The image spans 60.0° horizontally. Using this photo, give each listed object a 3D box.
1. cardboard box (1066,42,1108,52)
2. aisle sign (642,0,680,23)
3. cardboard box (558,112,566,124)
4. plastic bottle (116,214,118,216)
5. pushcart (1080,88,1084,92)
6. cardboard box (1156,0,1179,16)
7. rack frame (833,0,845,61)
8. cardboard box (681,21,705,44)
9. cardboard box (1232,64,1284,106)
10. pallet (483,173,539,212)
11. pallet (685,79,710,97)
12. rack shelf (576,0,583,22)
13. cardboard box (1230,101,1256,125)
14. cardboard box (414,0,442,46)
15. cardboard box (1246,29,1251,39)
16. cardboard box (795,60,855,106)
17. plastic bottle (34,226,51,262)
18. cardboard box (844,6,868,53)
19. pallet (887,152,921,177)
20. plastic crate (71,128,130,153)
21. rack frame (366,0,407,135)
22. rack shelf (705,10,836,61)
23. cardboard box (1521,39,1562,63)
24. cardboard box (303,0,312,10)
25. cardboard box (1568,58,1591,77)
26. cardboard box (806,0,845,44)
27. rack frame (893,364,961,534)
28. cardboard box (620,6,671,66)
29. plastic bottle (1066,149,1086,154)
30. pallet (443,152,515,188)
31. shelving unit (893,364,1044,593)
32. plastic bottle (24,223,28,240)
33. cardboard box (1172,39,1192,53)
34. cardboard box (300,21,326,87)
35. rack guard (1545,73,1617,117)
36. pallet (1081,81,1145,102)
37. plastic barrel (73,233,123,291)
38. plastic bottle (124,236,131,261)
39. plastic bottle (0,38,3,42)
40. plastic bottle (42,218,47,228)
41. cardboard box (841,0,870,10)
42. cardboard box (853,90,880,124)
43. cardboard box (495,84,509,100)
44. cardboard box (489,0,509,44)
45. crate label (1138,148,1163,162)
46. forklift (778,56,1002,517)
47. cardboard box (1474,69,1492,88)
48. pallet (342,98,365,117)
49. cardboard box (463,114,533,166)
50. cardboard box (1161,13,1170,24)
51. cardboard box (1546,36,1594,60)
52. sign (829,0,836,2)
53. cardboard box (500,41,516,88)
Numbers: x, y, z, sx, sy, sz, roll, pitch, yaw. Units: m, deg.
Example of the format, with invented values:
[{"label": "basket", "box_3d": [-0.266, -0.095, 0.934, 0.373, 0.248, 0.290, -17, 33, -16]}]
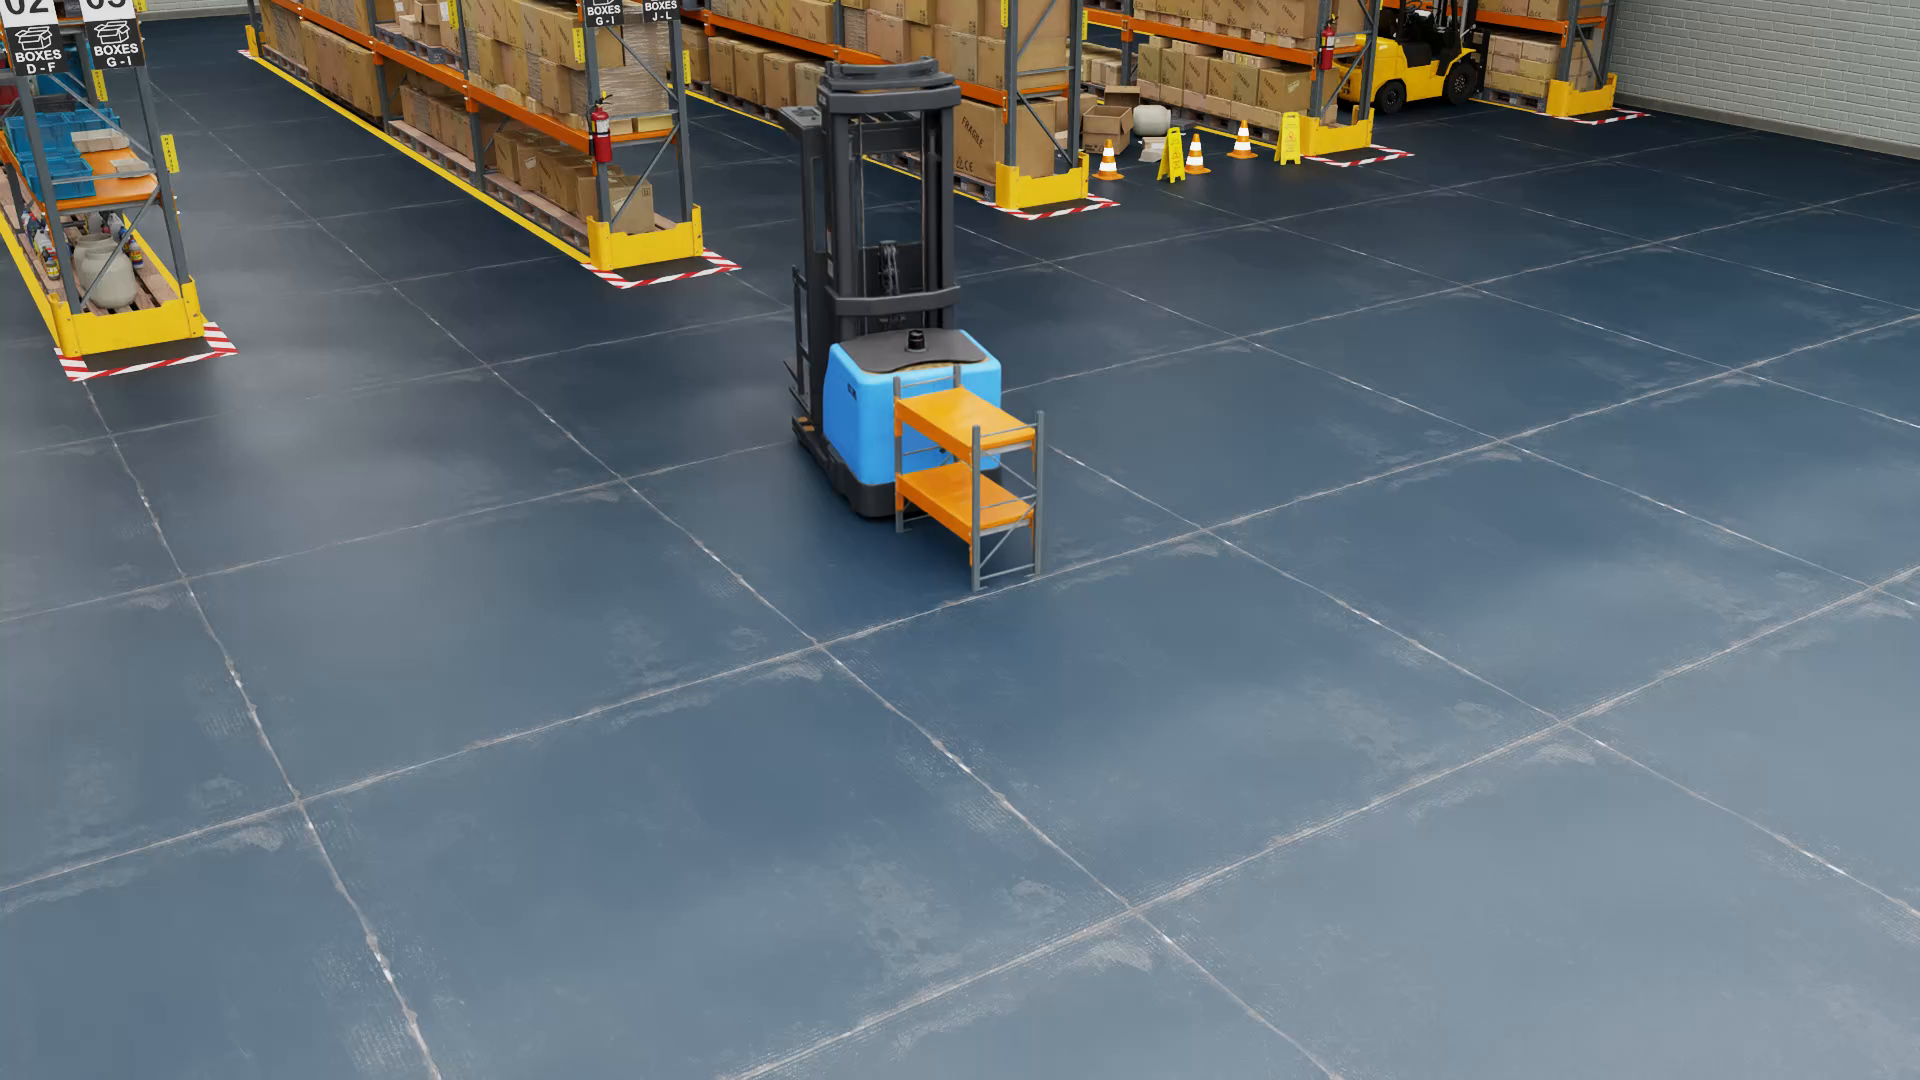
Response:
[{"label": "cardboard box", "box_3d": [1.808, -7.723, 26.682, 0.950, 0.372, 0.625, -14, 29, -28]}, {"label": "aisle sign", "box_3d": [-2.962, -5.513, 16.369, 0.394, 0.787, 0.004, -16, 29, -30]}, {"label": "cardboard box", "box_3d": [-4.015, -4.490, 17.541, 0.380, 0.149, 0.250, -16, 29, -30]}, {"label": "plastic bottle", "box_3d": [-8.759, -3.256, 17.300, 0.061, 0.283, 0.133, -13, 28, -26]}, {"label": "pushcart", "box_3d": [0.989, -6.295, 24.142, 0.936, 0.377, 1.648, 18, 31, 33]}, {"label": "cardboard box", "box_3d": [3.173, -7.813, 23.821, 0.500, 0.500, 0.500, -16, 29, -30]}, {"label": "rack frame", "box_3d": [-1.220, -6.840, 22.225, 1.000, 3.000, 0.127, -16, 29, -30]}, {"label": "cardboard box", "box_3d": [-4.281, -8.031, 26.306, 0.500, 0.250, 0.500, -15, 29, -29]}, {"label": "cardboard box", "box_3d": [4.112, -6.296, 22.924, 0.500, 0.500, 0.500, -14, 29, -28]}, {"label": "pallet", "box_3d": [-5.034, -4.227, 19.957, 1.003, 0.211, 1.213, -16, 29, -30]}, {"label": "pallet", "box_3d": [-3.829, -7.289, 26.444, 1.003, 0.211, 1.213, -16, 29, -30]}, {"label": "rack shelf", "box_3d": [-4.339, -6.036, 17.851, 1.077, 0.370, 4.000, -16, 29, -30]}, {"label": "cardboard box", "box_3d": [4.113, -5.959, 23.088, 0.500, 0.250, 0.500, -15, 29, -29]}, {"label": "cardboard box", "box_3d": [-6.454, -6.555, 21.010, 0.797, 0.503, 0.637, -12, 28, -24]}, {"label": "cardboard box", "box_3d": [4.131, -6.940, 22.732, 0.380, 0.149, 0.250, -15, 29, -29]}, {"label": "cardboard box", "box_3d": [-1.634, -6.214, 23.042, 1.050, 0.750, 0.750, -16, 29, -30]}, {"label": "plastic bottle", "box_3d": [-9.152, -2.962, 16.598, 0.144, 0.351, 0.185, -16, 30, -30]}, {"label": "cardboard box", "box_3d": [-1.008, -6.779, 21.920, 0.875, 0.550, 0.550, -16, 29, -30]}, {"label": "pallet", "box_3d": [-0.200, -4.852, 21.281, 1.003, 0.211, 1.213, -16, 29, -30]}, {"label": "plastic crate", "box_3d": [-8.482, -3.925, 16.359, 0.530, 0.136, 0.437, -16, 29, -30]}, {"label": "rack frame", "box_3d": [-7.614, -7.151, 22.884, 1.000, 3.000, 0.127, -16, 29, -30]}, {"label": "rack shelf", "box_3d": [-2.312, -7.230, 23.894, 1.077, 0.370, 4.000, -16, 29, -30]}, {"label": "cardboard box", "box_3d": [8.700, -7.248, 24.647, 0.500, 0.250, 0.500, -14, 29, -28]}, {"label": "cardboard box", "box_3d": [-9.756, -8.404, 25.421, 0.500, 0.500, 0.500, -15, 29, -29]}, {"label": "cardboard box", "box_3d": [9.130, -7.146, 25.017, 0.500, 0.250, 0.500, -15, 29, -29]}, {"label": "cardboard box", "box_3d": [-1.729, -7.010, 22.467, 0.500, 0.500, 0.500, -16, 29, -30]}, {"label": "rack frame", "box_3d": [-0.216, -0.609, 11.223, 0.500, 1.125, 0.032, -14, 29, -27]}, {"label": "cardboard box", "box_3d": [-3.319, -5.182, 17.076, 0.500, 0.500, 0.500, -16, 29, -30]}, {"label": "plastic bottle", "box_3d": [1.522, -5.170, 22.131, 0.283, 0.061, 0.133, 18, 31, 33]}, {"label": "pallet", "box_3d": [-5.857, -4.737, 21.038, 1.003, 0.211, 1.213, -16, 29, -30]}, {"label": "shelving unit", "box_3d": [0.040, -0.422, 10.826, 0.538, 1.125, 1.048, -14, 29, -27]}, {"label": "plastic bottle", "box_3d": [-9.718, -3.247, 17.377, 0.097, 0.201, 0.097, 0, 25, 0]}, {"label": "cardboard box", "box_3d": [3.268, -7.093, 23.851, 0.380, 0.149, 0.250, -14, 29, -28]}, {"label": "cardboard box", "box_3d": [-9.432, -7.586, 25.804, 1.225, 0.875, 0.875, -15, 29, -29]}, {"label": "rack guard", "box_3d": [9.226, -6.618, 24.684, 1.175, 0.500, 0.348, -16, 29, -30]}, {"label": "pallet", "box_3d": [2.446, -7.047, 25.930, 1.003, 0.211, 1.213, -16, 29, -30]}, {"label": "plastic barrel", "box_3d": [-8.094, -2.597, 15.660, 0.421, 0.512, 0.421, 0, 25, 0]}, {"label": "plastic bottle", "box_3d": [-8.313, -2.944, 16.653, 0.097, 0.271, 0.097, 0, 25, 0]}, {"label": "plastic bottle", "box_3d": [-12.624, -6.675, 21.934, 0.144, 0.351, 0.185, -16, 29, -30]}, {"label": "plastic bottle", "box_3d": [-9.367, -3.215, 17.135, 0.144, 0.351, 0.185, -16, 29, -30]}, {"label": "cardboard box", "box_3d": [-1.047, -7.256, 21.666, 0.875, 0.550, 0.550, -16, 29, -30]}, {"label": "cardboard box", "box_3d": [-0.935, -5.828, 22.078, 0.875, 0.875, 0.875, -15, 29, -29]}, {"label": "cardboard box", "box_3d": [-5.034, -5.098, 18.830, 0.380, 0.149, 0.250, -16, 29, -30]}, {"label": "cardboard box", "box_3d": [-4.851, -5.774, 18.331, 0.500, 0.500, 0.500, -16, 29, -30]}, {"label": "crate label", "box_3d": [2.515, -5.044, 21.774, 0.298, 0.136, 0.250, 12, 28, 24]}, {"label": "forklift", "box_3d": [-0.666, -2.088, 12.239, 1.130, 2.935, 3.031, -8, 27, -17]}, {"label": "cardboard box", "box_3d": [8.163, -7.159, 25.630, 0.500, 0.250, 0.500, -15, 29, -29]}, {"label": "pallet", "box_3d": [-8.643, -6.625, 25.037, 1.003, 0.211, 1.213, -16, 29, -30]}, {"label": "cardboard box", "box_3d": [-5.748, -5.013, 20.769, 0.700, 0.500, 0.500, -18, 31, -33]}, {"label": "cardboard box", "box_3d": [3.128, -7.562, 24.050, 0.380, 0.149, 0.250, -16, 29, -30]}, {"label": "cardboard box", "box_3d": [9.109, -7.372, 24.910, 0.500, 0.250, 0.500, -16, 30, -30]}, {"label": "sign", "box_3d": [-1.669, -7.198, 21.720, 0.100, 0.325, 0.005, -16, 29, -30]}, {"label": "cardboard box", "box_3d": [-4.636, -5.382, 18.672, 0.875, 0.500, 0.500, -16, 29, -30]}]
